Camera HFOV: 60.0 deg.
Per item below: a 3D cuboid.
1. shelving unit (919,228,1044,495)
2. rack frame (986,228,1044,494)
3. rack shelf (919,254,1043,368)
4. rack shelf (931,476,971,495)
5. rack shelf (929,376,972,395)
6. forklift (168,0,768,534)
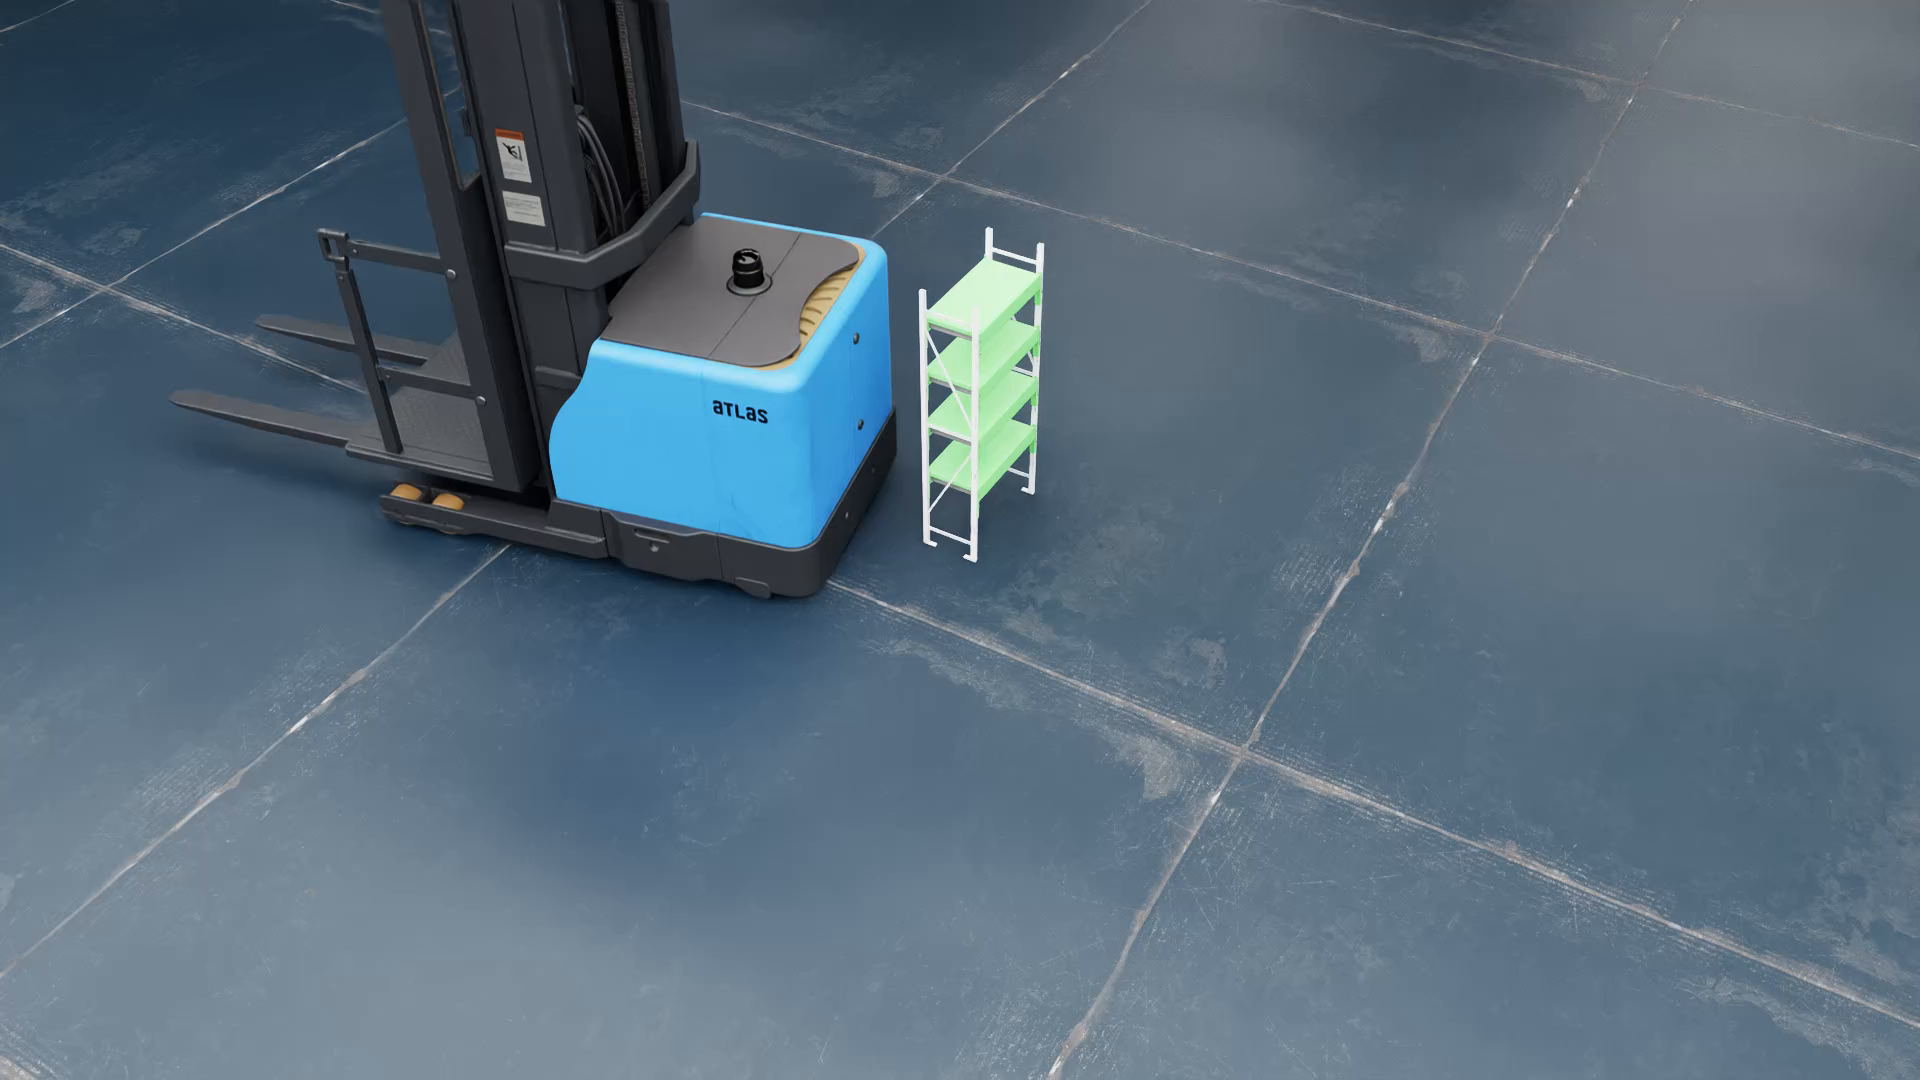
[{"bbox_3d":[0.086,-0.548,6.465,0.258,1.200,0.492,21,45,22],"label":"shelving unit"},{"bbox_3d":[0.205,-0.685,6.620,0.240,1.200,0.015,21,45,22],"label":"rack frame"},{"bbox_3d":[0.083,-0.857,6.186,0.258,0.148,0.480,21,45,22],"label":"rack shelf"},{"bbox_3d":[0.083,-0.338,6.643,0.199,0.029,0.442,21,45,22],"label":"rack shelf"},{"bbox_3d":[0.083,-0.699,6.326,0.199,0.029,0.442,21,45,22],"label":"rack shelf"},{"bbox_3d":[-1.842,-1.445,6.173,3.031,2.935,1.121,12,43,13],"label":"forklift"}]
